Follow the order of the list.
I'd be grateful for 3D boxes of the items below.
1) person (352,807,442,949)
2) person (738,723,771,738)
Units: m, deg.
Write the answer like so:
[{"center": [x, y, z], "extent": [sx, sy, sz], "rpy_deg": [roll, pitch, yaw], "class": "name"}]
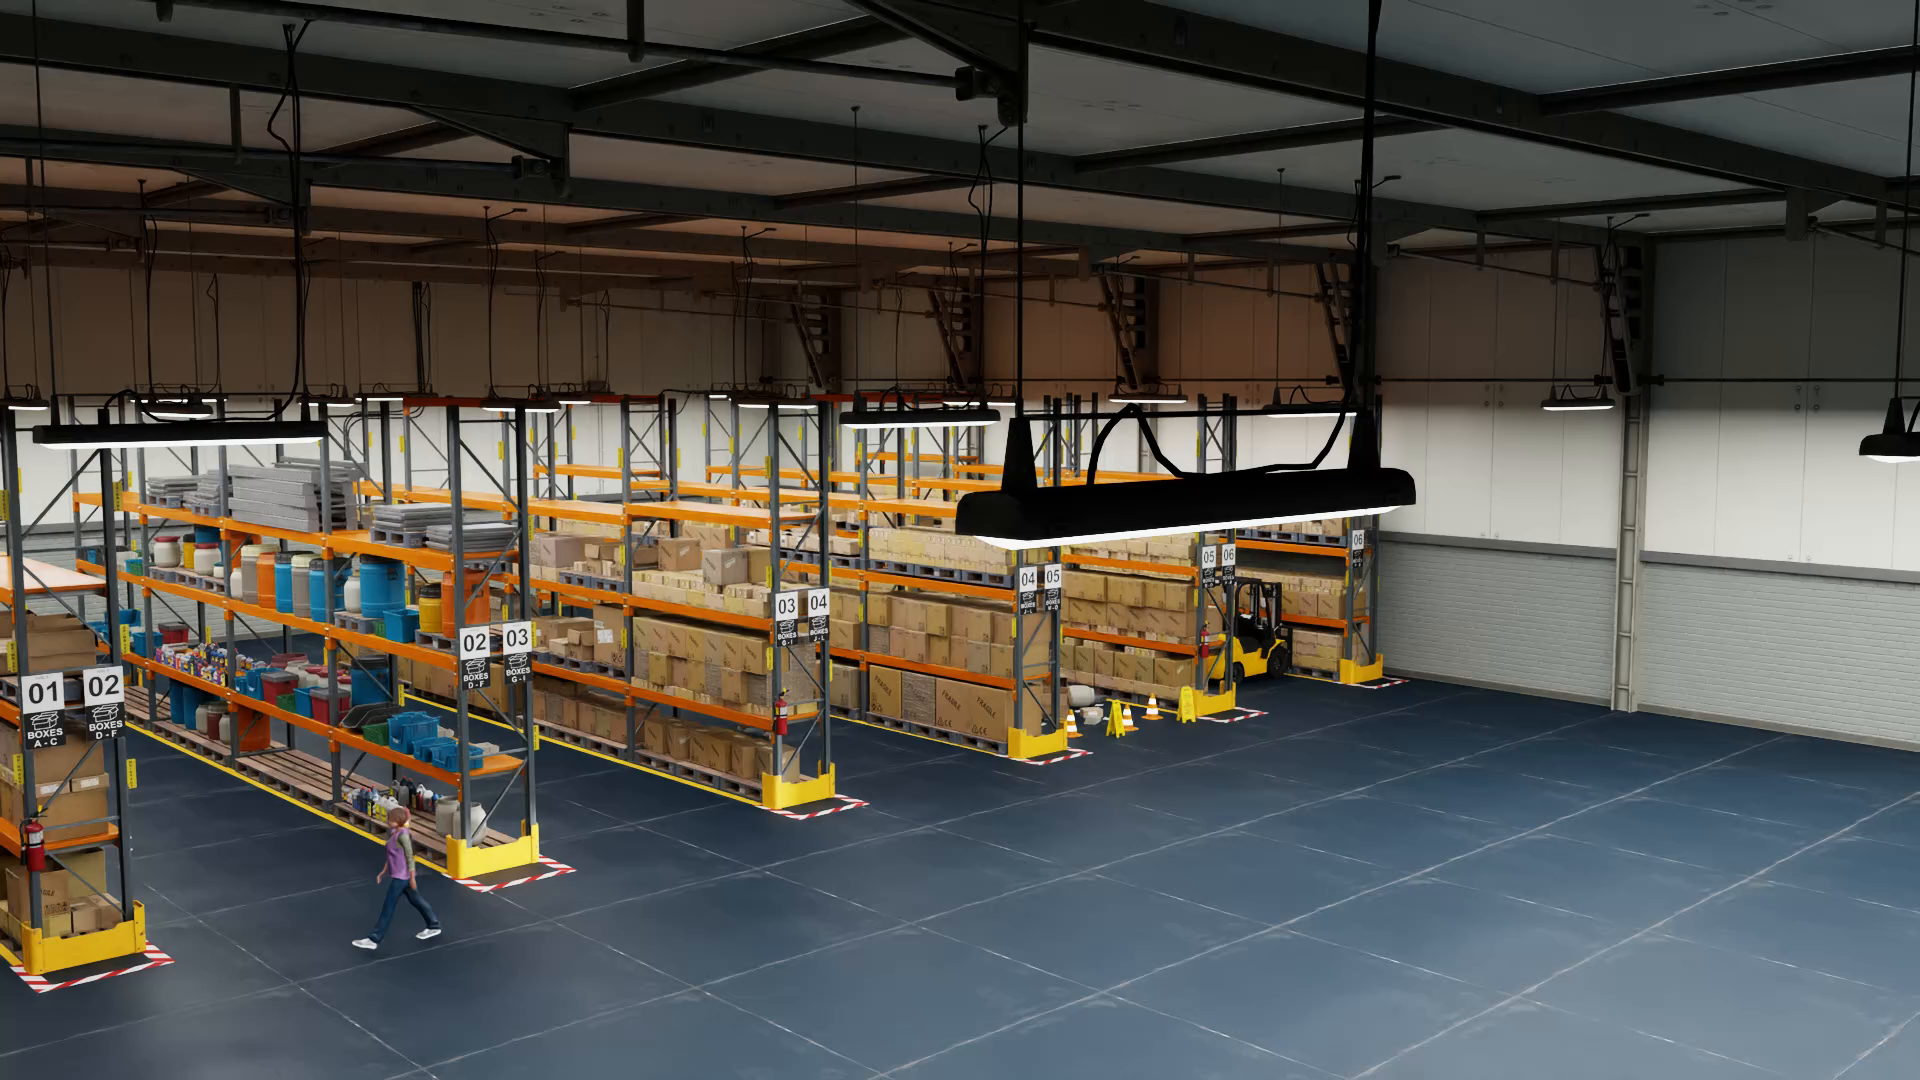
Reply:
[{"center": [-6.300, 3.752, 18.563], "extent": [0.967, 1.545, 0.455], "rpy_deg": [-2, 6, -22], "class": "person"}, {"center": [-3.575, 2.641, 29.535], "extent": [0.928, 1.626, 0.475], "rpy_deg": [2, 6, 21], "class": "person"}]
